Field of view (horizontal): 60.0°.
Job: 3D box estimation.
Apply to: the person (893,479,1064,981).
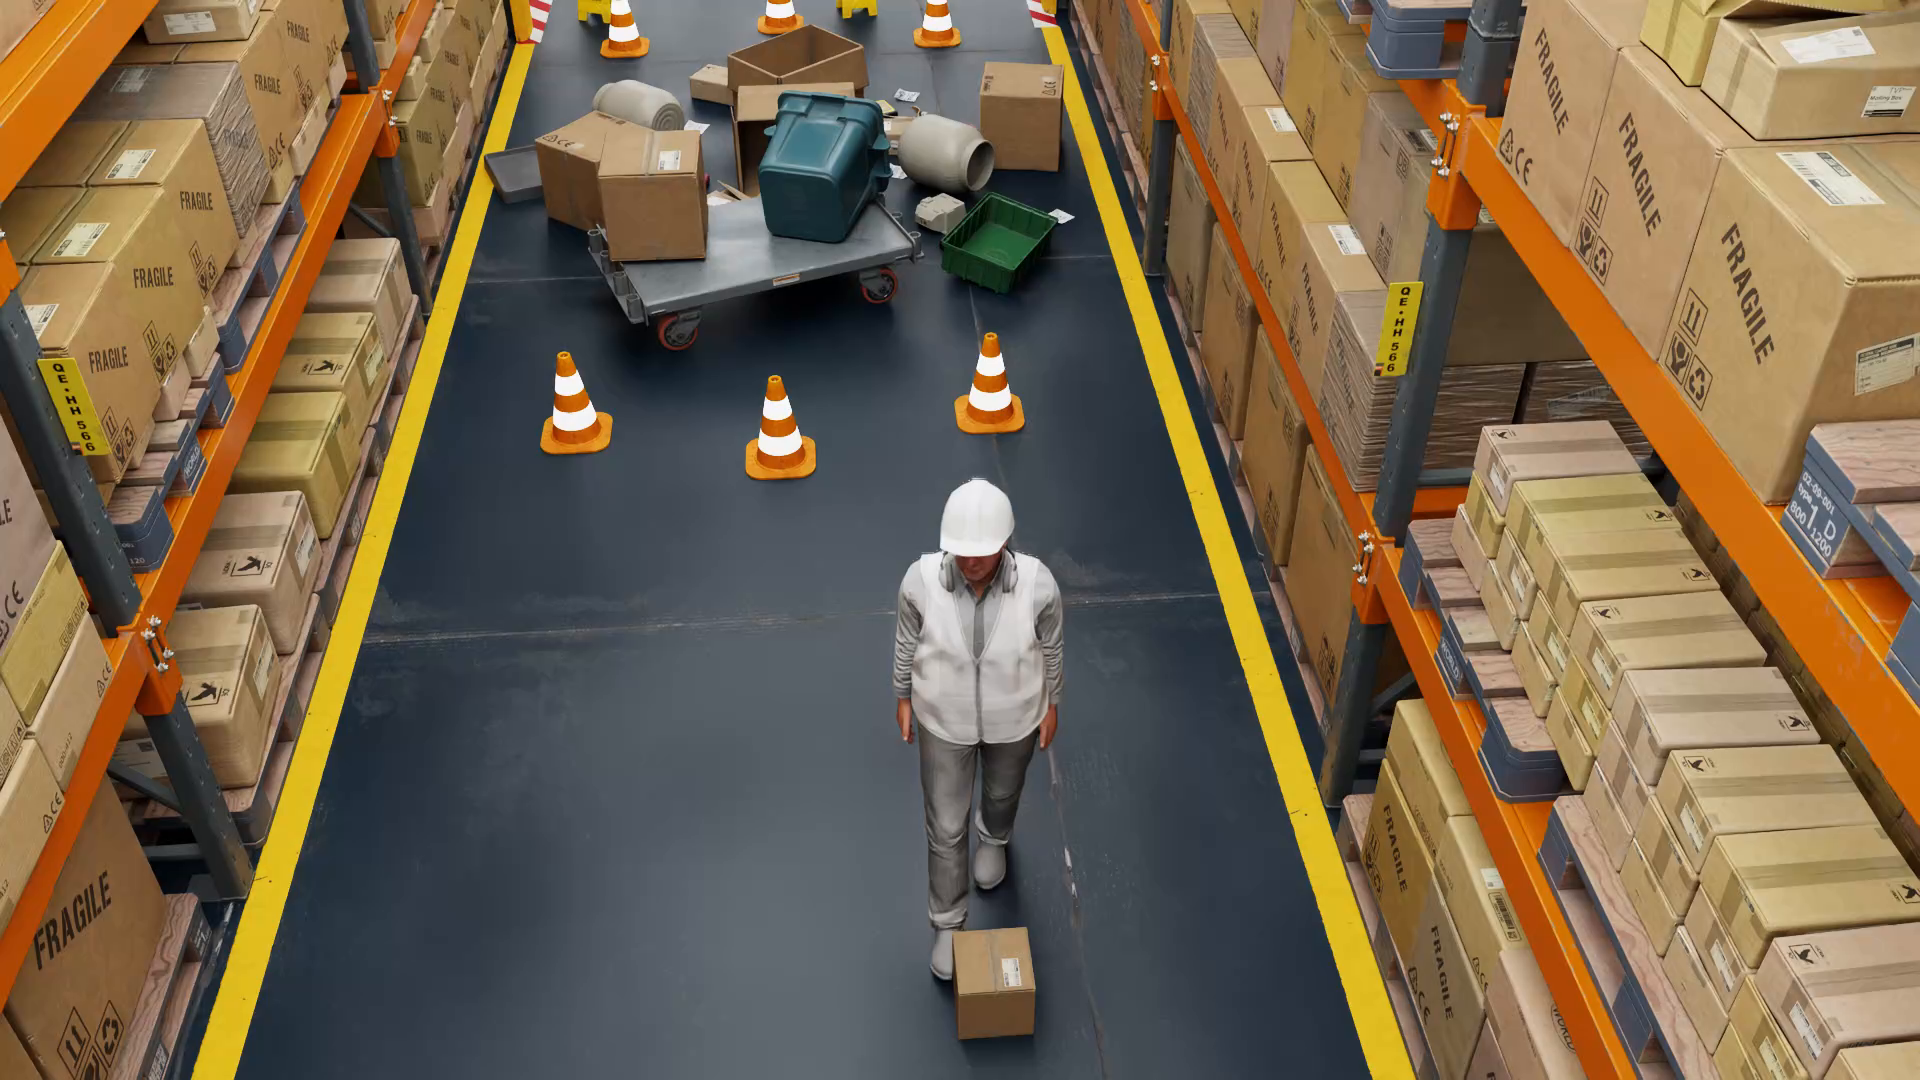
[{"bbox_3d":[0.062,0.616,5.365,0.557,1.763,0.742,-1,39,-1],"label":"person"}]
